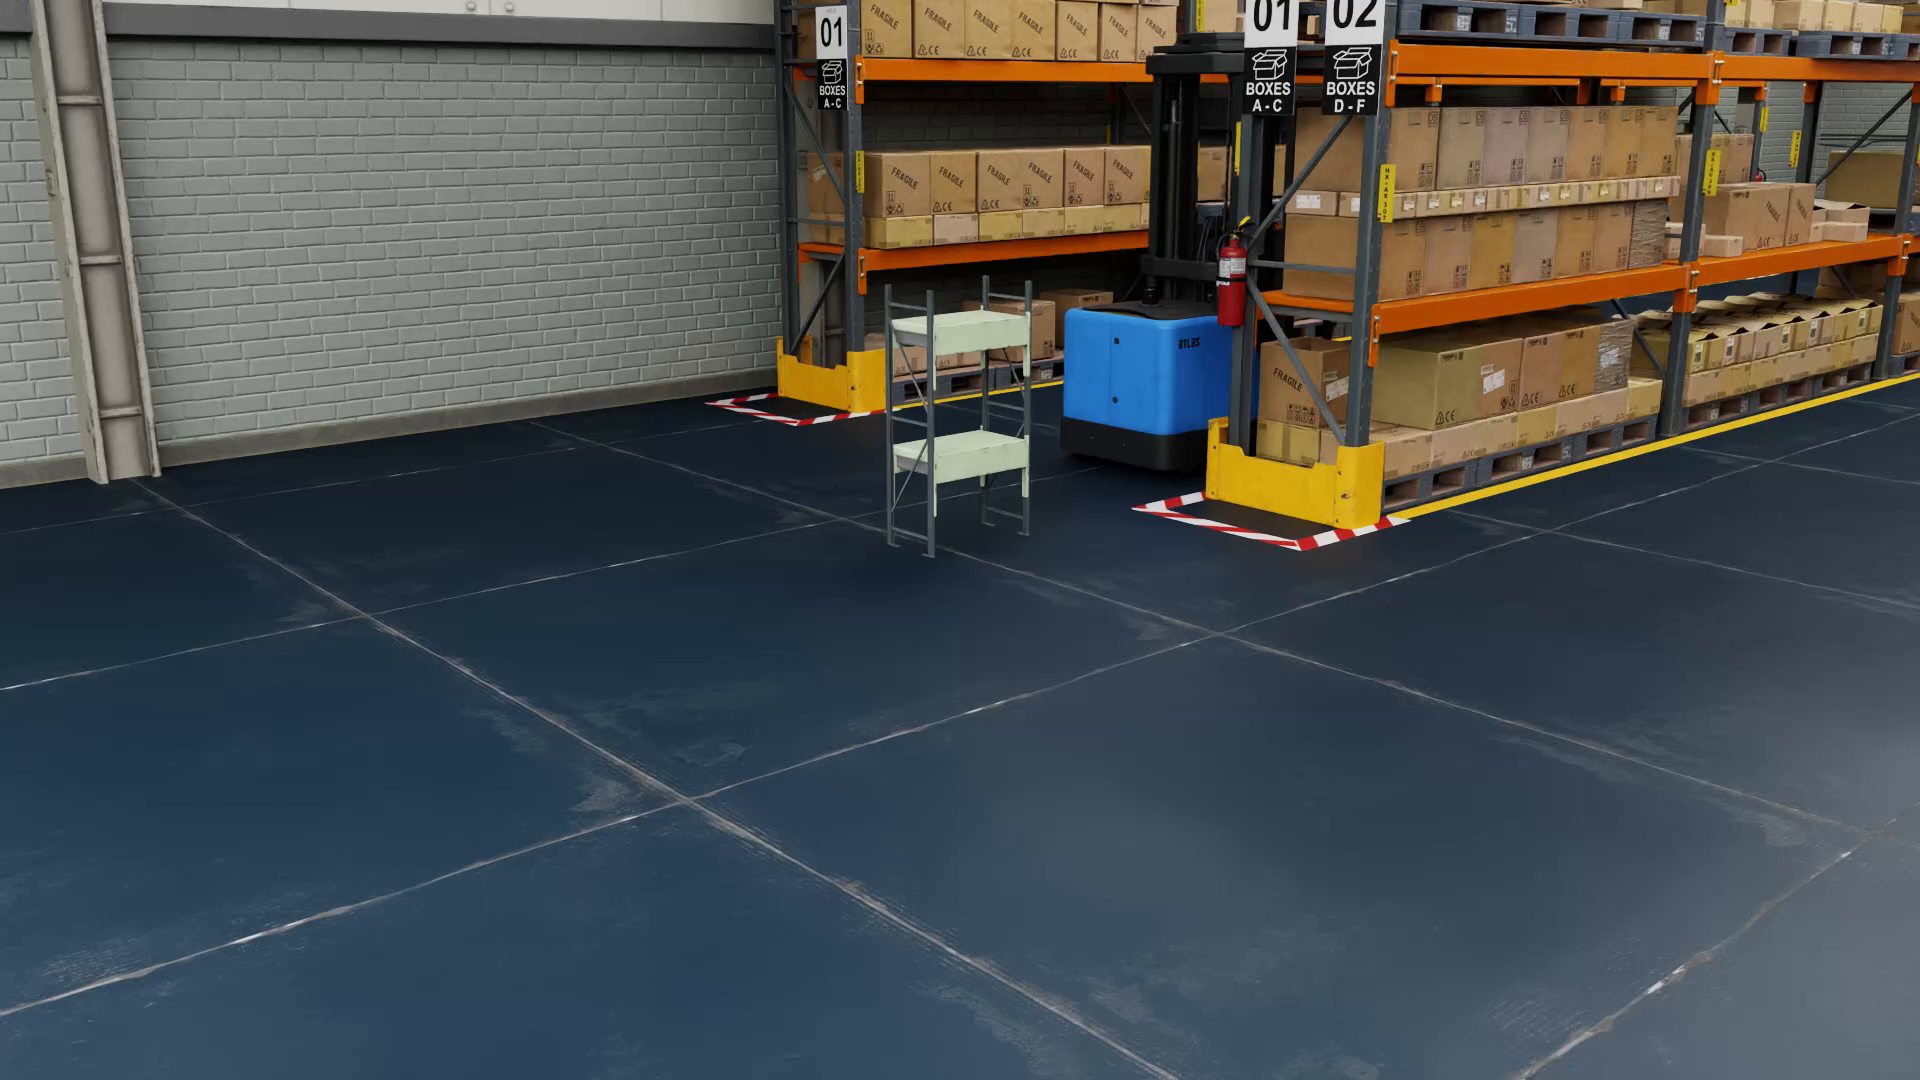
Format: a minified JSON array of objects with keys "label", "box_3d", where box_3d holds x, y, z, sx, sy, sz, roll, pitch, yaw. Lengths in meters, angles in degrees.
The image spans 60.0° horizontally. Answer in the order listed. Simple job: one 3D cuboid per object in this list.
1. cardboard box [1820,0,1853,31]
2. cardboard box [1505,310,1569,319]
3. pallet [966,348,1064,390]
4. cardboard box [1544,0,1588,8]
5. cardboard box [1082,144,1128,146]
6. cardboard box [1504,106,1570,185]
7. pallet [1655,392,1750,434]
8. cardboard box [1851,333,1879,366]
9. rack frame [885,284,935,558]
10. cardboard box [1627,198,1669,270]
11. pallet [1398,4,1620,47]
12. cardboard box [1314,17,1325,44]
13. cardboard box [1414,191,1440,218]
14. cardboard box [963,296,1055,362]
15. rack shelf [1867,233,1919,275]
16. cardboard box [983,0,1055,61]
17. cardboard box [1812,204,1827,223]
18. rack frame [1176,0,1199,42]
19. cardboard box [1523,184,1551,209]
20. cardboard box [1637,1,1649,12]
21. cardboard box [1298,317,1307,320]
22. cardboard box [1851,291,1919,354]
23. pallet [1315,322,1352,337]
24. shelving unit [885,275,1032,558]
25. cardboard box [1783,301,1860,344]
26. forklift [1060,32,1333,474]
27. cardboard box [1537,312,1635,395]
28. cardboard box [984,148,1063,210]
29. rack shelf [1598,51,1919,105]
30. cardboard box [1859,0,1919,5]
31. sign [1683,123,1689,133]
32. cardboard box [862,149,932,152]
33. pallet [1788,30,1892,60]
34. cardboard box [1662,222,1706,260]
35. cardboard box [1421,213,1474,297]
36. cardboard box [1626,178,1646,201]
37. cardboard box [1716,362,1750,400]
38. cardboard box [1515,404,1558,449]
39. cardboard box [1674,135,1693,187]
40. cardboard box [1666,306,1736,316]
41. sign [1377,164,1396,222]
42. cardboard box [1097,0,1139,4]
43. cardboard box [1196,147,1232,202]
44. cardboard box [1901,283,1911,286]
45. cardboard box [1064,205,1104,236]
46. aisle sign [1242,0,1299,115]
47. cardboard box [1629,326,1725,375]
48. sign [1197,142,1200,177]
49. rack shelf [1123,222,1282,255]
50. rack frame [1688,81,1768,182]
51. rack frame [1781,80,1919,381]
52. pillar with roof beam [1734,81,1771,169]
[{"label":"cardboard box","box_3d":[7.008,-4.312,13.745,0.500,0.250,0.500,-13,20,-40]},{"label":"cardboard box","box_3d":[4.191,-1.463,12.474,0.500,0.500,0.500,-13,19,-39]},{"label":"pallet","box_3d":[0.459,-1.618,15.398,1.213,0.211,1.003,-13,19,-39]},{"label":"cardboard box","box_3d":[3.793,-3.845,11.234,0.637,0.503,0.797,-10,18,-33]},{"label":"cardboard box","box_3d":[1.372,-3.554,16.041,0.500,0.500,0.500,-13,20,-41]},{"label":"cardboard box","box_3d":[3.652,-2.673,11.238,0.500,0.500,0.700,-13,19,-39]},{"label":"pallet","box_3d":[5.648,-1.115,13.515,1.213,0.211,1.003,-13,19,-39]},{"label":"cardboard box","box_3d":[7.899,-1.745,14.985,0.500,0.250,0.500,-12,19,-38]},{"label":"rack frame","box_3d":[-0.281,-0.661,9.320,0.023,1.500,0.400,-13,19,-39]},{"label":"cardboard box","box_3d":[4.787,-2.302,12.360,0.500,0.500,0.700,-13,20,-41]},{"label":"pallet","box_3d":[3.572,-3.381,10.954,1.213,0.211,1.003,-13,19,-39]},{"label":"cardboard box","box_3d":[3.842,-5.278,17.646,0.637,0.503,0.797,-9,18,-32]},{"label":"cardboard box","box_3d":[2.735,-2.084,10.287,0.250,0.149,0.380,-13,20,-41]},{"label":"cardboard box","box_3d":[0.443,-1.932,15.160,0.500,0.500,0.700,-14,21,-43]},{"label":"rack shelf","box_3d":[9.644,-2.999,16.557,4.000,0.370,1.077,-13,19,-39]},{"label":"cardboard box","box_3d":[0.470,-4.399,14.360,0.500,0.500,0.500,-11,19,-36]},{"label":"cardboard box","box_3d":[7.334,-2.850,14.781,0.500,0.311,0.500,-13,20,-40]},{"label":"rack frame","box_3d":[1.863,-6.192,15.493,0.127,3.000,1.000,-13,19,-39]},{"label":"cardboard box","box_3d":[3.698,-2.299,11.092,0.250,0.149,0.380,-12,19,-39]},{"label":"cardboard box","box_3d":[8.620,-6.705,21.057,0.500,0.500,0.500,-13,20,-40]},{"label":"cardboard box","box_3d":[3.551,-2.689,17.998,0.500,0.500,0.700,-13,20,-40]},{"label":"cardboard box","box_3d":[8.666,-2.034,15.542,0.500,0.500,0.500,-12,19,-37]},{"label":"pallet","box_3d":[4.290,-2.492,18.669,1.213,0.211,1.003,-13,19,-39]},{"label":"shelving unit","box_3d":[-0.005,-0.723,9.552,0.755,1.500,0.431,-13,19,-39]},{"label":"cardboard box","box_3d":[7.514,-1.927,14.578,0.500,0.311,0.500,-13,20,-40]},{"label":"forklift","box_3d":[2.162,-2.163,12.170,3.031,2.935,1.130,-13,20,-40]},{"label":"cardboard box","box_3d":[4.527,-1.363,12.101,0.500,0.500,0.500,-13,19,-39]},{"label":"cardboard box","box_3d":[0.558,-3.196,14.699,0.500,0.500,0.500,-12,19,-38]},{"label":"rack shelf","box_3d":[6.627,-3.770,13.633,4.000,0.370,1.077,-13,19,-39]},{"label":"cardboard box","box_3d":[8.469,-5.061,14.939,0.500,0.500,0.500,-13,19,-39]},{"label":"sign","box_3d":[10.556,-5.892,24.164,0.005,0.325,0.100,-13,19,-39]},{"label":"cardboard box","box_3d":[-0.552,-3.120,14.416,0.500,0.500,0.500,-12,19,-39]},{"label":"pallet","box_3d":[6.841,-4.043,13.626,1.213,0.211,1.003,-12,19,-37]},{"label":"cardboard box","box_3d":[5.461,-2.349,13.023,0.500,0.250,0.500,-11,19,-36]},{"label":"cardboard box","box_3d":[2.854,-1.867,10.733,0.500,0.500,0.700,-12,19,-38]},{"label":"cardboard box","box_3d":[4.670,-2.517,11.911,0.250,0.149,0.380,-13,20,-41]},{"label":"cardboard box","box_3d":[5.971,-1.311,13.358,0.500,0.250,0.500,-12,19,-38]},{"label":"cardboard box","box_3d":[3.784,-0.828,11.551,0.500,0.250,0.500,-13,19,-39]},{"label":"cardboard box","box_3d":[9.415,-5.130,22.562,0.700,0.700,0.980,-14,20,-42]},{"label":"cardboard box","box_3d":[6.383,-1.857,14.319,0.500,0.311,0.500,-13,20,-40]},{"label":"sign","box_3d":[2.460,-2.000,9.592,0.005,0.325,0.100,-13,19,-39]},{"label":"cardboard box","box_3d":[1.255,-5.051,14.863,0.500,0.500,0.500,-11,19,-36]},{"label":"cardboard box","box_3d":[2.270,-3.634,16.495,0.500,0.500,0.700,-13,19,-39]},{"label":"cardboard box","box_3d":[9.078,-2.304,16.554,0.500,0.500,0.500,-14,20,-41]},{"label":"cardboard box","box_3d":[0.954,-2.920,15.123,0.500,0.250,0.500,-13,20,-40]},{"label":"aisle sign","box_3d":[1.858,-2.954,9.959,0.004,0.787,0.394,-13,19,-39]},{"label":"cardboard box","box_3d":[5.593,-1.497,12.968,0.500,0.311,0.500,-13,19,-39]},{"label":"sign","box_3d":[2.225,-3.607,15.765,0.005,0.325,0.100,-13,19,-39]},{"label":"rack shelf","box_3d":[3.372,-3.285,17.628,4.000,0.370,1.077,-13,19,-39]},{"label":"rack frame","box_3d":[10.916,-5.326,23.878,0.127,3.000,1.000,-13,19,-39]},{"label":"rack frame","box_3d":[8.135,-3.007,15.196,0.127,3.000,1.000,-13,19,-39]},{"label":"pillar with roof beam","box_3d":[15.211,-8.012,22.309,0.400,9.000,9.100,-13,19,-39]}]
